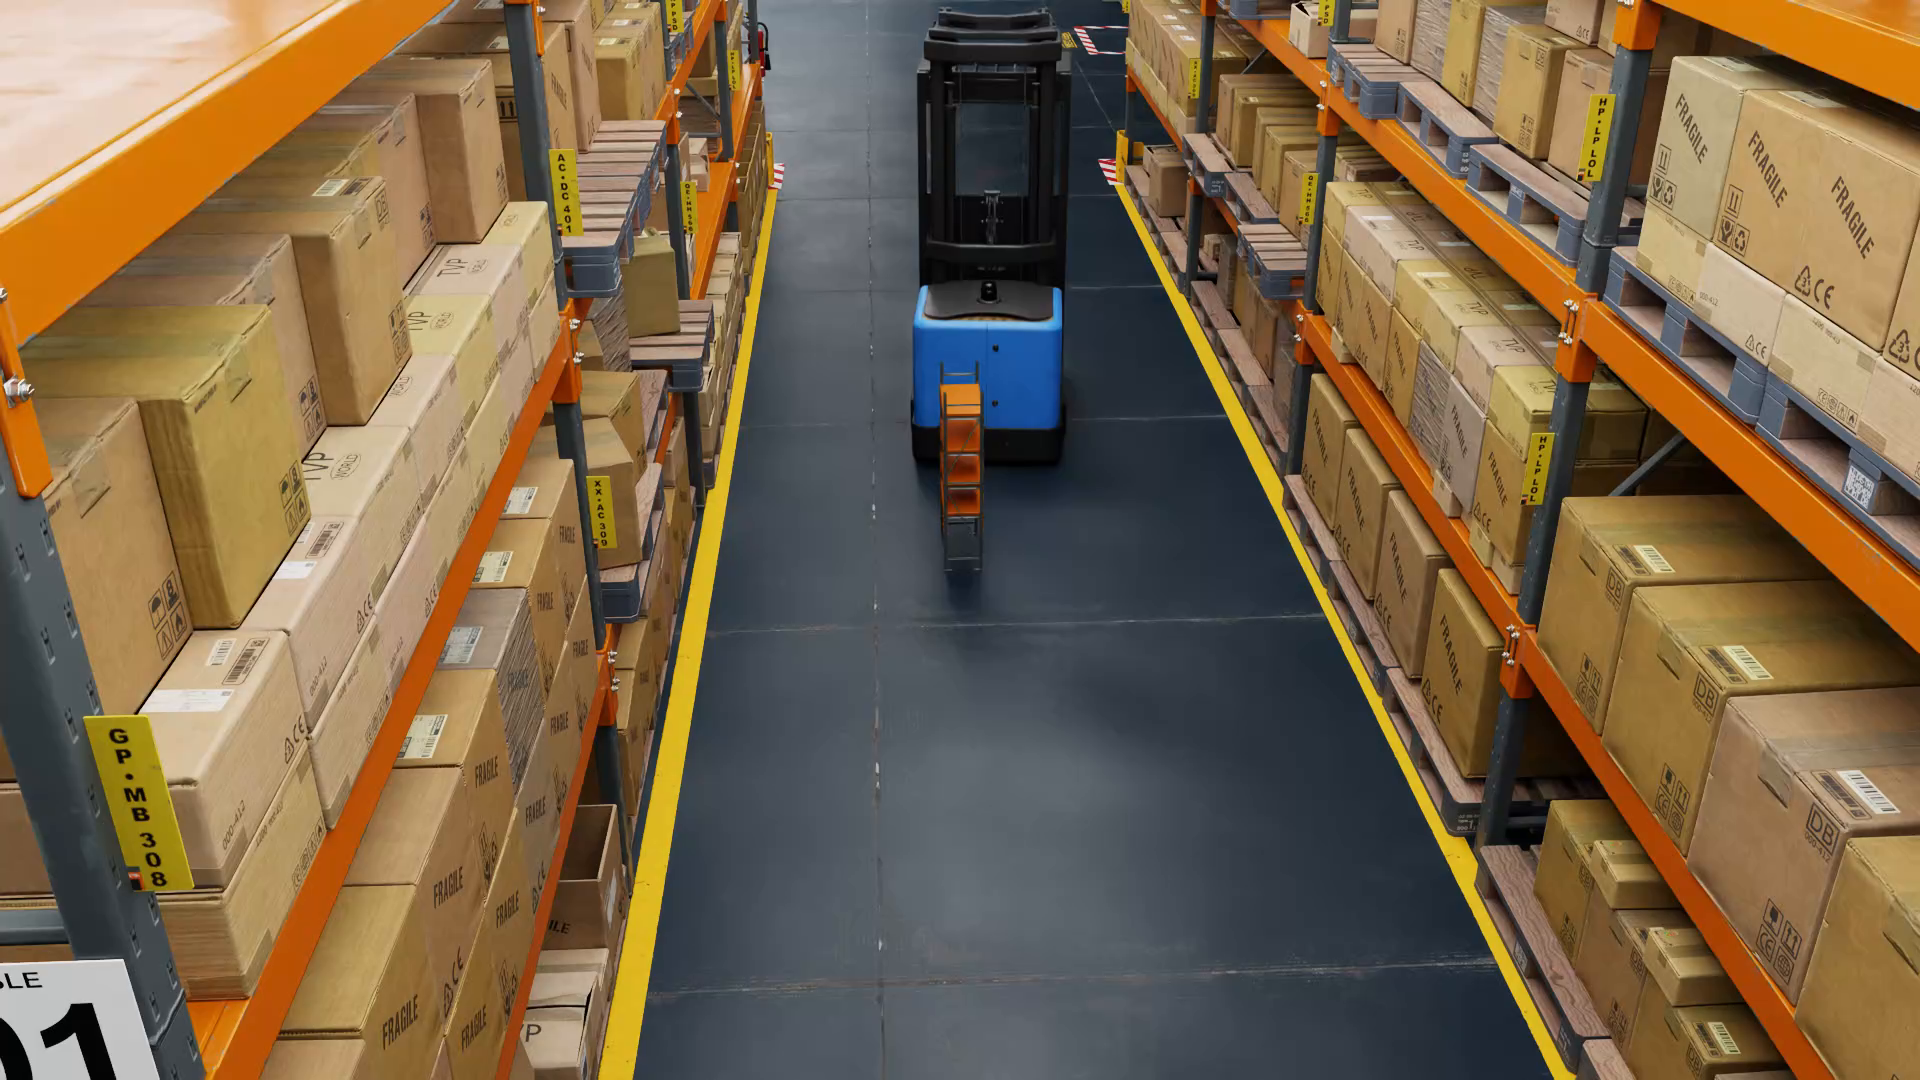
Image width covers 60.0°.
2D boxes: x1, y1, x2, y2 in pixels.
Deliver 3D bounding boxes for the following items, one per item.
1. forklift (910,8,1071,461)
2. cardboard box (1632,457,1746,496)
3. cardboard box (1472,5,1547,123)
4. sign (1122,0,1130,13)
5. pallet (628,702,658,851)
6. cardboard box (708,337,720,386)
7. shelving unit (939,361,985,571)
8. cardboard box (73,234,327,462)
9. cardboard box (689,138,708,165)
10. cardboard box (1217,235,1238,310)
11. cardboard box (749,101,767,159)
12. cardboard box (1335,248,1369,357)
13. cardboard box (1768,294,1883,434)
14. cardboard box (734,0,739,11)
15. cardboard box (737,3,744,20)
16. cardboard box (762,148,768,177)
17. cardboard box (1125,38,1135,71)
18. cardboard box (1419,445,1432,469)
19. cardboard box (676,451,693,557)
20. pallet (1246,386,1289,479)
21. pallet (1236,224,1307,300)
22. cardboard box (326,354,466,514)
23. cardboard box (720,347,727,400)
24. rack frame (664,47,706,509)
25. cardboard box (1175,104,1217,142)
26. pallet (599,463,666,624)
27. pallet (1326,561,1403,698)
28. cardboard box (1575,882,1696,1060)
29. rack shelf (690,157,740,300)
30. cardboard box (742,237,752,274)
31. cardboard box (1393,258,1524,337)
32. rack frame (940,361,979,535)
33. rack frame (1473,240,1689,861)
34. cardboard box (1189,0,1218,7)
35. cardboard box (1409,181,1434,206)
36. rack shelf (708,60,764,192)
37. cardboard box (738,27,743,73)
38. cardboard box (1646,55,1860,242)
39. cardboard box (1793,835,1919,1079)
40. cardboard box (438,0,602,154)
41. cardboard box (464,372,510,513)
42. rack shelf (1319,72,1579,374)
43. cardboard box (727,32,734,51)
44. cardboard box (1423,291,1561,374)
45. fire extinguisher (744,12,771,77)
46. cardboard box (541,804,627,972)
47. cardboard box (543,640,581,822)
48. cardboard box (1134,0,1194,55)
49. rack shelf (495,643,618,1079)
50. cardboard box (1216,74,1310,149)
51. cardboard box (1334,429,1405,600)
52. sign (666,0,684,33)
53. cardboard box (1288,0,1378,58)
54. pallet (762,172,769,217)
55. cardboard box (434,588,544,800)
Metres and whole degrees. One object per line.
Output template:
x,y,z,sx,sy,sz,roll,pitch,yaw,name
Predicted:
0.252,-2.499,12.372,1.130,2.935,3.031,1,28,2,forklift
3.168,-0.236,7.507,0.500,0.500,0.500,-2,28,-4,cardboard box
2.949,-2.299,8.087,0.700,0.500,0.500,-1,28,-3,cardboard box
1.772,-5.745,17.585,0.100,0.325,0.005,-1,28,-3,sign
-2.086,1.151,8.315,1.003,0.211,1.213,-1,28,-3,pallet
-1.985,-1.265,11.845,0.500,0.311,0.500,-2,28,-4,cardboard box
0.009,-0.456,10.326,0.258,1.200,0.503,-1,28,-3,shelving unit
-1.915,-0.379,3.801,0.700,0.500,0.500,-1,28,-3,cardboard box
-2.354,-3.113,13.636,0.500,0.250,0.500,0,28,1,cardboard box
2.578,-2.274,14.094,0.700,0.500,0.500,0,28,-1,cardboard box
-2.307,-4.312,17.482,0.500,0.500,0.500,-1,28,-3,cardboard box
2.520,-1.392,9.724,0.500,0.500,0.500,0,28,-1,cardboard box
2.760,-0.528,4.876,0.500,0.250,0.500,-2,28,-4,cardboard box
-2.618,-5.632,16.793,0.700,0.500,0.500,-1,28,-2,cardboard box
-2.422,-5.413,17.075,0.380,0.149,0.250,-2,28,-4,cardboard box
-2.309,-3.979,17.655,0.500,0.250,0.500,-1,28,-3,cardboard box
2.023,-5.083,17.393,0.500,0.250,0.500,-2,28,-4,cardboard box
2.618,-0.467,8.651,0.380,0.149,0.250,-2,28,-4,cardboard box
-1.932,-0.219,10.153,0.500,0.500,0.500,0,28,-1,cardboard box
2.693,-0.804,12.063,1.003,0.211,1.213,-1,28,-3,pallet
2.588,-1.921,11.397,1.213,0.211,1.003,-1,28,-3,pallet
-1.638,-0.285,4.431,0.500,0.250,0.500,-1,28,-3,cardboard box
-2.009,-1.246,12.415,0.500,0.250,0.500,-2,28,-4,cardboard box
-2.215,-1.558,10.494,1.000,3.000,0.127,-1,28,-3,rack frame
2.196,-3.681,14.704,0.500,0.250,0.500,-1,28,-3,cardboard box
-1.939,0.003,7.709,1.003,0.211,1.213,-1,28,-3,pallet
2.759,0.485,9.592,1.003,0.211,1.213,-1,28,-3,pallet
2.900,1.670,6.554,0.700,0.500,0.500,-2,28,-3,cardboard box
-2.319,-2.163,12.431,1.077,0.370,4.000,-1,28,-3,rack shelf
-2.145,-2.594,14.999,0.500,0.250,0.500,-1,28,-3,cardboard box
2.590,-1.267,8.673,0.500,0.250,0.500,-2,28,-4,cardboard box
-0.004,-0.568,10.542,0.240,1.200,0.015,-1,28,-3,rack frame
2.941,0.168,7.185,1.000,3.000,0.127,-1,28,-3,rack frame
2.568,-5.204,16.813,0.500,0.500,0.500,-1,28,-2,cardboard box
3.015,-1.994,10.067,0.500,0.250,0.500,-1,28,-1,cardboard box
-2.528,-4.010,15.973,1.077,0.370,4.000,-1,28,-3,rack shelf
-2.621,-5.081,17.140,0.700,0.500,0.500,-1,28,-3,cardboard box
2.698,-1.323,5.588,0.500,0.500,0.500,-2,28,-3,cardboard box
3.064,1.311,4.668,0.980,0.700,0.700,-2,28,-3,cardboard box
-2.031,-2.166,7.745,0.600,0.600,0.600,-2,28,-5,cardboard box
-1.665,-0.294,4.989,0.500,0.250,0.500,-1,28,-3,cardboard box
2.836,-1.767,8.428,1.077,0.370,4.000,-1,28,-3,rack shelf
-2.339,-4.696,15.701,0.380,0.149,0.250,-2,28,-3,cardboard box
2.617,-1.031,8.221,0.500,0.250,0.500,-1,28,-2,cardboard box
-2.175,-5.284,17.721,0.296,0.674,0.183,-1,28,-3,fire extinguisher
-1.693,1.459,6.937,0.500,0.500,0.500,-1,28,-3,cardboard box
-1.695,0.707,6.042,0.500,0.500,0.500,-1,28,-1,cardboard box
2.055,-5.193,16.792,0.500,0.500,0.500,-1,28,-2,cardboard box
-1.902,1.532,5.348,1.077,0.370,4.000,-1,28,-3,rack shelf
2.516,-3.530,13.691,0.700,0.500,0.500,-1,28,-2,cardboard box
2.679,-0.165,9.693,0.750,0.750,0.750,-2,28,-3,cardboard box
-1.673,-3.130,9.704,0.100,0.325,0.005,-1,28,-3,sign
2.425,-3.305,10.674,0.500,0.311,0.500,-1,28,-3,cardboard box
-2.551,-3.664,17.547,1.003,0.211,1.213,-1,28,-3,pallet
-1.665,0.498,5.362,0.500,0.500,0.500,-1,28,-2,cardboard box
